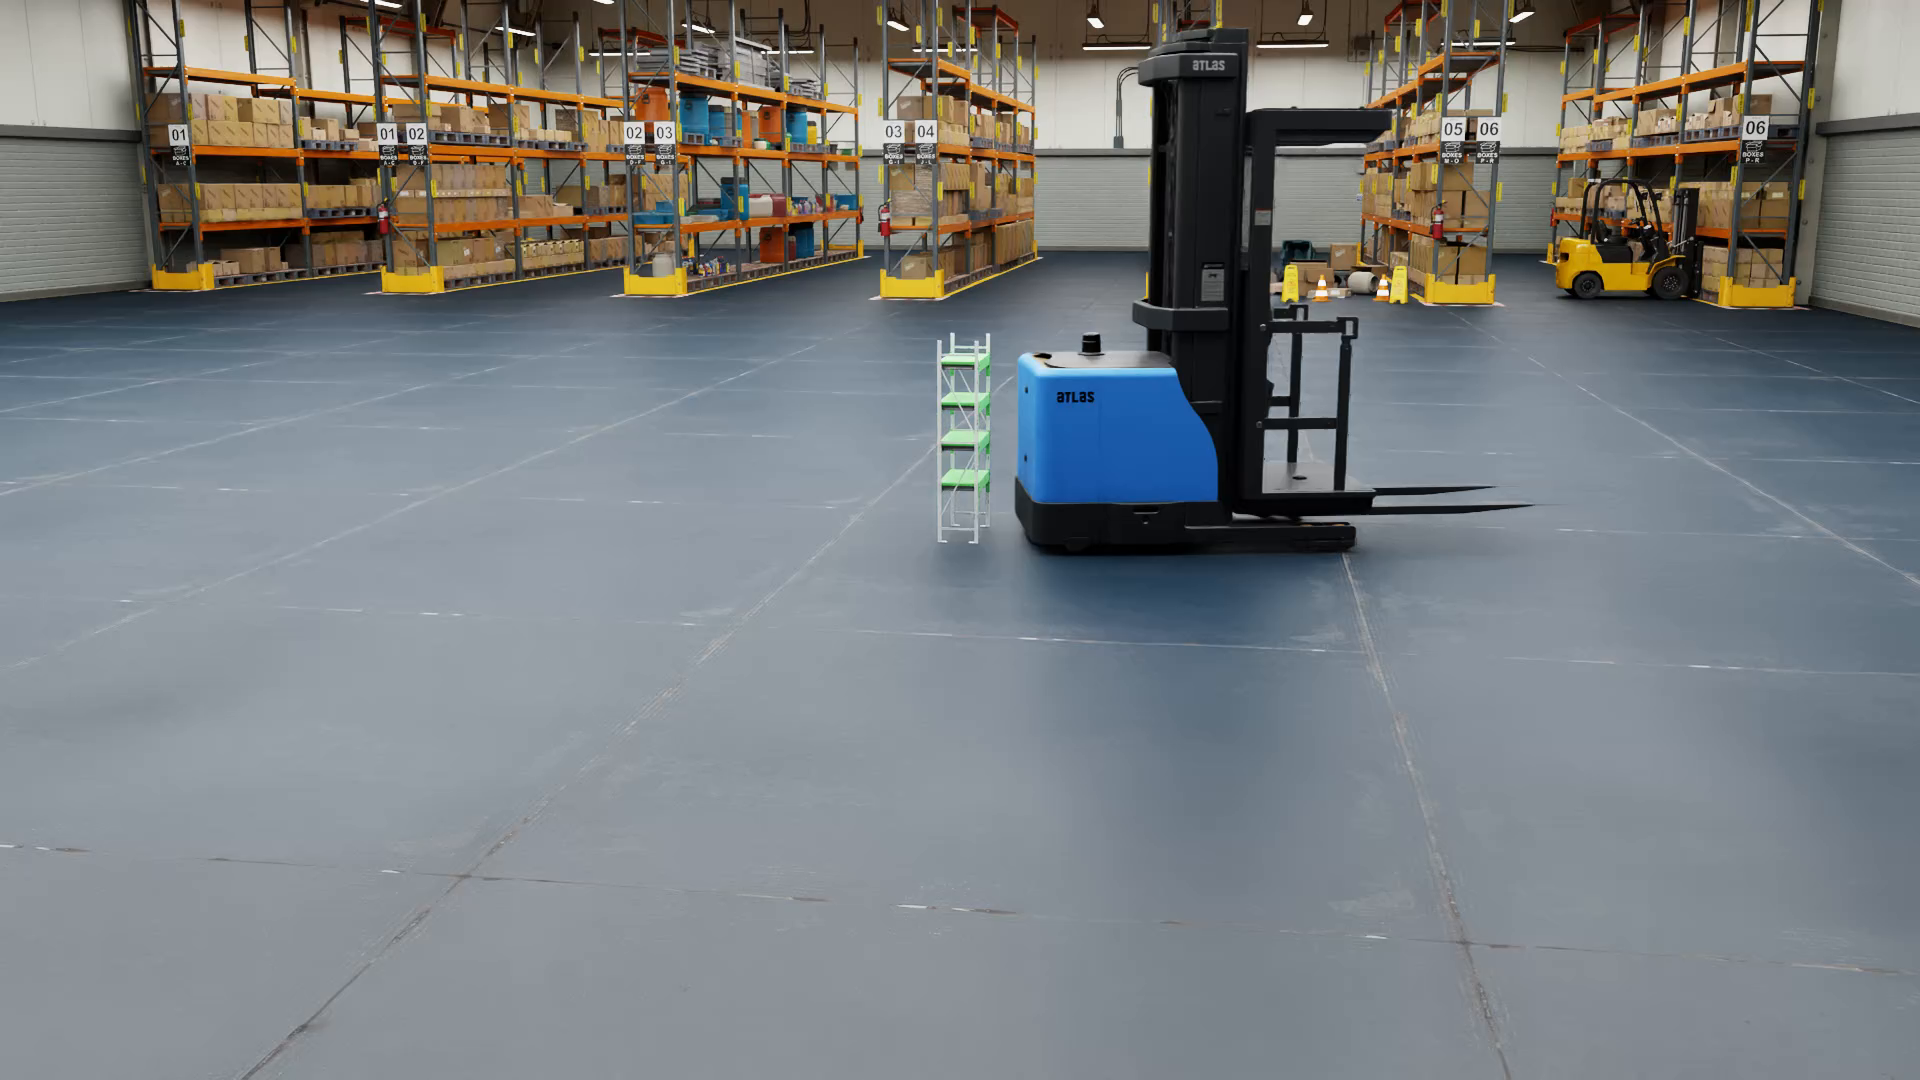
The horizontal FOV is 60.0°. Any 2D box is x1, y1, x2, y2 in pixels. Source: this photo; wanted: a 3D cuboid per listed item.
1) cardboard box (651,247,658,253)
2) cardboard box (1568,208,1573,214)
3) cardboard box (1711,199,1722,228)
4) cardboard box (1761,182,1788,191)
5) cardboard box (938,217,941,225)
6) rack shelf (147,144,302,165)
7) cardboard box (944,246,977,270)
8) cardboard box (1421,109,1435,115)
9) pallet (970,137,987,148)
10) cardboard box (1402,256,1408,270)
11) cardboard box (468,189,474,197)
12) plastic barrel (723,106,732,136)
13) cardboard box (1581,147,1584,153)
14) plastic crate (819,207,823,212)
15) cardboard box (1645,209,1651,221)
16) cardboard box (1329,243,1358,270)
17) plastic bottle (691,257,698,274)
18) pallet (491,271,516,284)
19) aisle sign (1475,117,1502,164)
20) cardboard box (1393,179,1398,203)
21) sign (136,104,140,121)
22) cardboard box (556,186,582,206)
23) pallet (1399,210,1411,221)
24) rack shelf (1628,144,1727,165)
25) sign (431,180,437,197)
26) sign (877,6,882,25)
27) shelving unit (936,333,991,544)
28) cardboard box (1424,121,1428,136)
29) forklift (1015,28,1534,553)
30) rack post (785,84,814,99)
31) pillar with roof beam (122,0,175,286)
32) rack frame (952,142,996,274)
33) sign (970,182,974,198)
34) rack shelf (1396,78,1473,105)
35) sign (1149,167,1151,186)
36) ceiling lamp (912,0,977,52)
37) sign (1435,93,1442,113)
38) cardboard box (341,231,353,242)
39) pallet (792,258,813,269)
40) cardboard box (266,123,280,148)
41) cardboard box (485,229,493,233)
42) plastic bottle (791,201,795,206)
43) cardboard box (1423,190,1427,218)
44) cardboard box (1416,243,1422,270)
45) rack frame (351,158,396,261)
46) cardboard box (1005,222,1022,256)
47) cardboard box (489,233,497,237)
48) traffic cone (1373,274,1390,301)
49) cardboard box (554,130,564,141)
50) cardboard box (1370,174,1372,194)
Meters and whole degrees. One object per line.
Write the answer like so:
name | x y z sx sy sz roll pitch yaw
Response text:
cardboard box | -8.447 -7.921 45.309 0.380 0.166 0.250 2 12 9
cardboard box | 15.662 -8.356 42.241 0.380 0.149 0.250 2 12 10
cardboard box | 13.696 -5.797 29.534 0.500 0.500 0.500 2 12 10
cardboard box | 14.054 -6.104 28.712 0.380 0.149 0.250 2 12 8
cardboard box | -0.570 -5.991 31.267 0.380 0.149 0.250 2 12 9
rack shelf | -15.282 -8.023 34.688 1.077 0.370 4.000 2 12 9
cardboard box | 0.002 -6.178 36.432 0.700 0.500 0.500 1 12 4
cardboard box | 9.464 -8.489 33.318 0.500 0.250 0.500 2 12 10
pallet | -0.091 -8.343 34.910 1.213 0.211 1.003 2 12 9
cardboard box | 9.686 -5.702 34.571 0.950 0.372 0.625 3 12 12
cardboard box | -10.184 -7.093 34.008 0.380 0.149 0.250 2 12 9
plastic barrel | -5.221 -8.964 36.158 0.600 0.901 0.600 0 12 0
cardboard box | 15.533 -9.613 40.954 0.380 0.149 0.250 2 12 8
plastic crate | -3.742 -8.662 43.548 0.396 0.136 0.243 2 12 9
cardboard box | 14.476 -6.717 34.397 0.500 0.250 0.500 2 12 10
cardboard box | 7.738 -5.722 33.559 0.500 0.500 0.500 2 12 9
plastic bottle | -5.577 -5.764 34.865 0.144 0.351 0.185 2 12 9
pallet | -10.243 -5.638 35.651 1.003 0.211 1.213 2 12 9
aisle sign | 9.183 -6.937 28.892 0.394 0.787 0.004 2 12 9
cardboard box | 9.818 -7.668 36.514 0.500 0.500 0.500 2 12 7
sign | -16.135 -8.413 32.690 0.100 0.325 0.005 2 12 9
cardboard box | -9.478 -8.386 40.554 0.700 0.500 0.500 -2 12 -10
pallet | 9.852 -6.847 35.102 1.003 0.211 1.213 2 12 9
rack shelf | 14.714 -7.893 34.085 1.077 0.370 4.000 2 12 9
sign | -10.147 -6.775 32.067 0.100 0.325 0.005 2 12 9
sign | -1.452 -9.499 30.119 0.100 0.325 0.005 2 12 9
shelving unit | 0.025 -0.621 10.027 0.258 1.200 0.503 2 12 9
cardboard box | 8.927 -7.661 30.952 0.500 0.250 0.500 2 12 9
forklift | 1.889 -1.469 9.853 3.031 2.935 1.130 -1 12 -5
rack post | -4.140 -10.932 40.545 0.937 0.300 0.954 3 13 15
pillar with roof beam | -12.083 -9.459 32.524 9.100 9.000 0.400 2 12 9
rack frame | 0.324 -7.676 38.490 1.000 3.000 0.127 2 12 9
sign | 0.246 -7.250 34.461 0.100 0.325 0.005 2 12 9
rack shelf | 9.809 -9.324 34.554 1.077 0.370 4.000 2 12 9
sign | 3.445 -6.531 29.867 0.100 0.325 0.005 2 12 9
ceiling lamp | -0.438 -15.765 47.929 2.000 3.185 0.800 2 12 9
sign | 8.340 -7.611 28.966 0.100 0.325 0.005 2 12 9
cardboard box | -14.642 -7.142 39.120 0.500 0.250 0.500 2 12 8
pallet | -4.300 -6.892 41.471 1.003 0.211 1.213 2 12 9
cardboard box | -14.898 -8.632 35.520 0.500 0.500 0.500 1 12 4
cardboard box | -13.215 -8.617 46.253 0.380 0.149 0.250 2 12 7
plastic bottle | -4.113 -8.190 40.995 0.144 0.351 0.185 2 12 9
cardboard box | 8.859 -6.214 30.762 0.500 0.500 0.500 2 12 8
cardboard box | 8.991 -5.416 31.754 0.500 0.500 0.500 3 12 12
rack frame | -14.359 -8.157 40.724 1.000 3.000 0.127 2 12 9
cardboard box | 1.120 -7.810 43.159 0.875 0.875 0.875 2 12 9
cardboard box | -13.366 -8.337 46.494 0.700 0.500 0.500 2 12 10
traffic cone | 7.677 -4.581 30.149 0.336 0.463 0.334 2 12 9
cardboard box | -9.541 -9.390 38.683 0.500 0.250 0.500 2 12 10
cardboard box | 10.686 -9.044 42.227 0.500 0.500 0.500 2 12 9
